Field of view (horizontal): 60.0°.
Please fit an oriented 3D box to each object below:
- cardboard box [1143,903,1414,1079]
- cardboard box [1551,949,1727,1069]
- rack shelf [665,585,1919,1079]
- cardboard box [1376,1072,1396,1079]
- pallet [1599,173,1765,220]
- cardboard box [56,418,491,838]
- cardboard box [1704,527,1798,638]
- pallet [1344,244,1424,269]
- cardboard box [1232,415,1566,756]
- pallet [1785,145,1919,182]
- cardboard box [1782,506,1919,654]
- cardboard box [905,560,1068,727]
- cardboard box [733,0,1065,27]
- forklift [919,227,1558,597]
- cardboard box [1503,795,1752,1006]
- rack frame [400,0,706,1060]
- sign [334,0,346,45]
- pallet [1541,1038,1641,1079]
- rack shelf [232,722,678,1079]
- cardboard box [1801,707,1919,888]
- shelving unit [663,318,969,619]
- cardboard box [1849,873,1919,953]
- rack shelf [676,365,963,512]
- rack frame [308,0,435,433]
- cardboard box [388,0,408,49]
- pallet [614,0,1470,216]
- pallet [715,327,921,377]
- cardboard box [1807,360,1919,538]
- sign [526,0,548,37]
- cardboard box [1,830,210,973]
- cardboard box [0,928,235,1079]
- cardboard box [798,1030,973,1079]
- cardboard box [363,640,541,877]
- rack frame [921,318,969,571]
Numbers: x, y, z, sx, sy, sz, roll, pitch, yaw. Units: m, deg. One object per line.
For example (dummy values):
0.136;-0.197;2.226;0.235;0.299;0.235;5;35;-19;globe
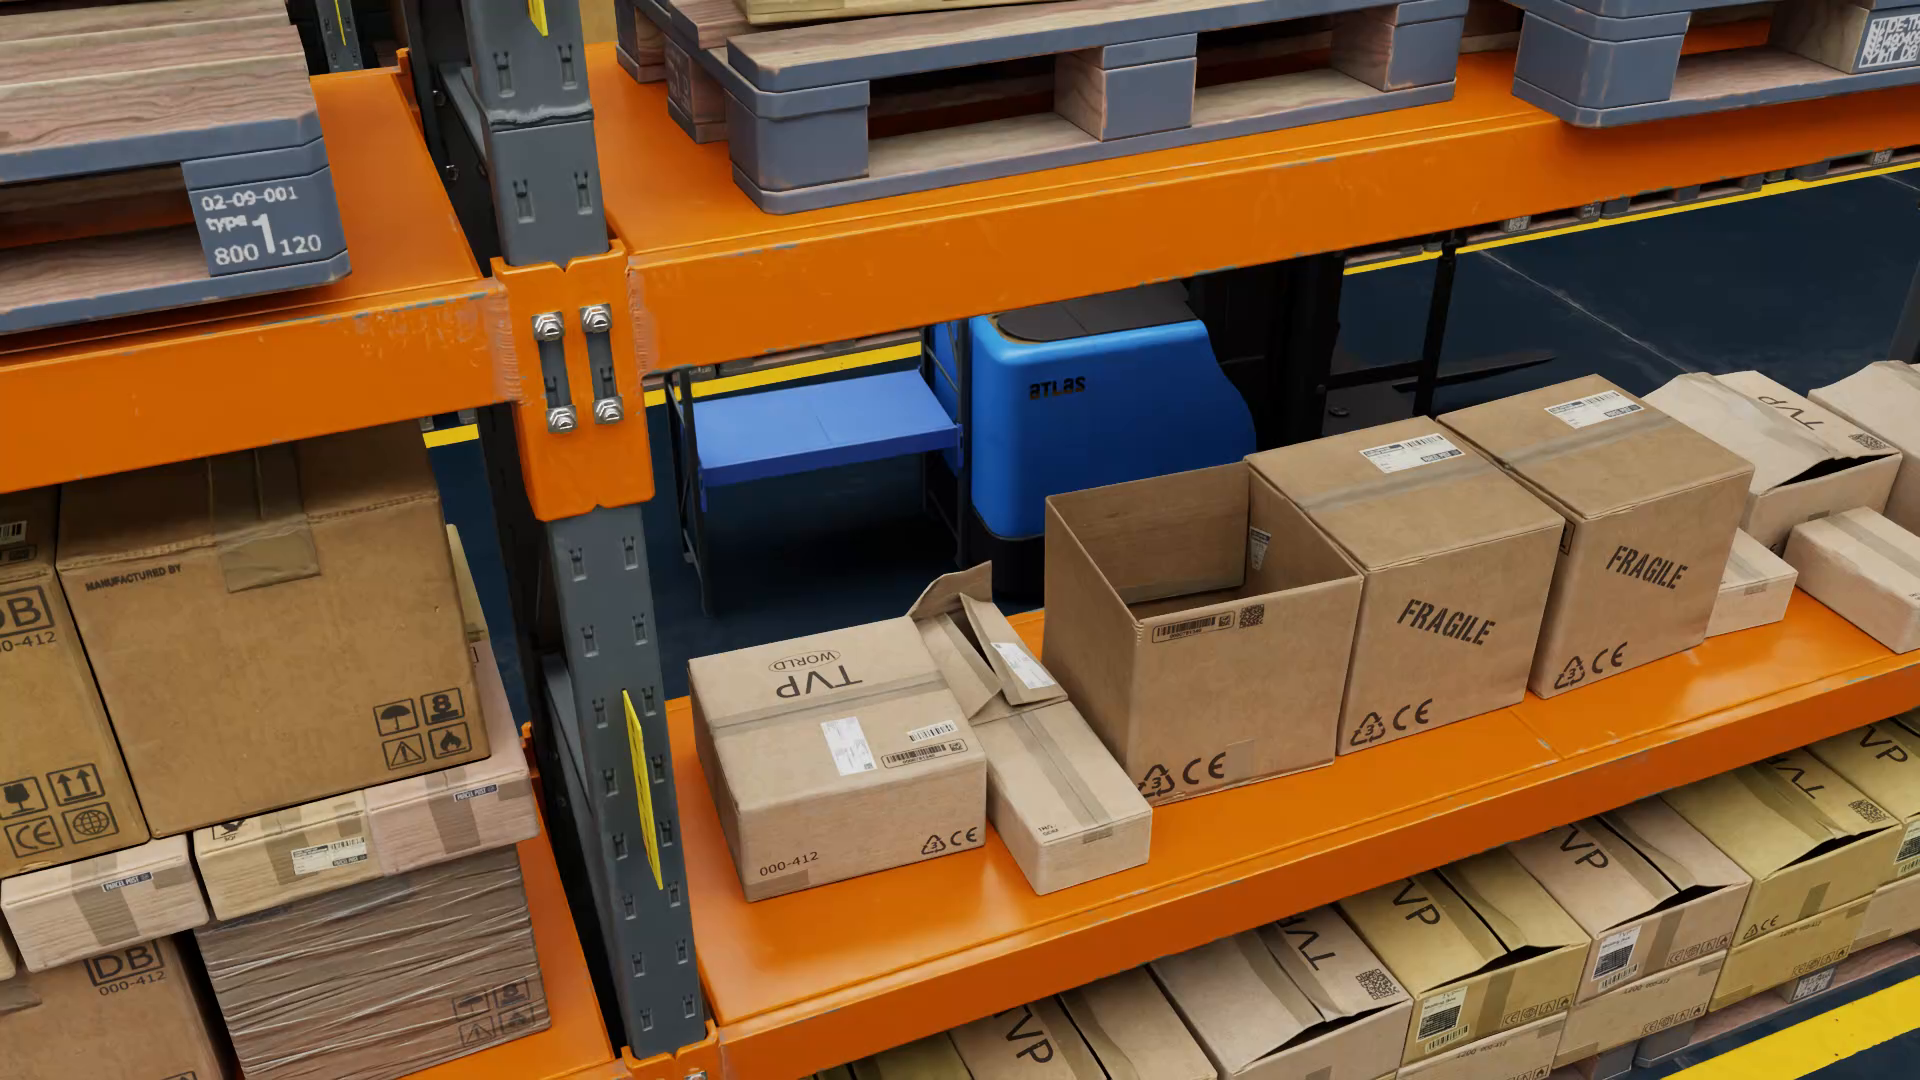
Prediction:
0.717;1.069;3.978;0.500;0.311;0.500;-14;36;-20;cardboard box
1.658;1.084;4.470;0.500;0.250;0.500;-12;35;-18;cardboard box
1.144;0.382;4.072;4.000;0.370;1.077;-13;35;-19;rack shelf
0.716;1.300;4.137;0.500;0.250;0.500;-14;36;-20;cardboard box
4.072;-2.307;10.102;1.213;0.211;1.003;-13;35;-19;pallet
-1.107;0.014;2.697;0.500;0.500;0.700;-13;35;-19;cardboard box
1.834;0.061;4.136;0.250;0.149;0.380;-10;34;-15;cardboard box
1.823;-1.792;9.310;1.213;0.211;1.003;-13;35;-19;pallet
0.961;0.090;3.770;0.500;0.500;0.500;-13;35;-19;cardboard box
5.486;-2.629;10.597;1.213;0.211;1.003;-13;35;-19;pallet
2.265;0.092;4.088;0.250;0.149;0.380;-13;35;-19;cardboard box
0.039;0.281;3.691;0.258;0.266;0.396;-14;35;-20;cardboard box
-0.129;-0.993;2.528;0.500;0.250;0.500;-9;34;-14;cardboard box
1.403;-1.484;6.343;3.031;2.935;1.130;-10;34;-15;forklift
1.657;0.852;4.312;0.500;0.311;0.500;-13;35;-19;cardboard box
-0.701;0.503;3.227;0.127;3.000;1.000;-13;35;-19;rack frame
-2.405;-2.079;6.401;0.005;0.325;0.100;-13;35;-19;sign
1.090;1.237;4.656;1.213;0.211;1.003;-13;35;-19;pallet
-2.545;1.226;2.774;4.000;0.370;1.077;-13;35;-19;rack shelf
2.600;0.634;4.647;0.500;0.311;0.500;-12;35;-18;cardboard box
-0.543;-0.550;6.220;1.048;1.500;0.538;-10;34;-15;shelving unit
2.597;0.868;4.801;0.500;0.250;0.500;-12;35;-18;cardboard box
-0.543;-0.399;6.318;1.000;0.185;0.538;-10;34;-15;rack shelf
-2.622;-1.988;7.054;0.127;3.000;1.000;-13;35;-19;rack frame
-2.139;-2.304;7.046;0.500;0.500;0.700;-13;35;-19;cardboard box
0.108;-0.867;2.758;1.217;0.209;0.805;-14;36;-21;pallet
-0.778;-1.244;8.468;1.213;0.211;1.003;-13;35;-19;pallet
2.635;-0.250;4.465;0.500;0.311;0.500;-11;35;-16;cardboard box
-0.484;-0.726;1.818;0.005;0.325;0.100;-13;35;-19;sign
-1.338;0.462;2.604;0.250;0.149;0.380;-14;36;-20;cardboard box
-1.591;0.672;2.875;0.500;0.500;0.700;-13;35;-19;cardboard box
-0.223;1.282;3.651;0.500;0.311;0.500;-13;35;-19;cardboard box
-0.868;0.354;2.769;0.250;0.149;0.380;-13;35;-19;cardboard box
-0.061;-0.637;6.354;0.032;1.500;0.500;-10;34;-15;rack frame
